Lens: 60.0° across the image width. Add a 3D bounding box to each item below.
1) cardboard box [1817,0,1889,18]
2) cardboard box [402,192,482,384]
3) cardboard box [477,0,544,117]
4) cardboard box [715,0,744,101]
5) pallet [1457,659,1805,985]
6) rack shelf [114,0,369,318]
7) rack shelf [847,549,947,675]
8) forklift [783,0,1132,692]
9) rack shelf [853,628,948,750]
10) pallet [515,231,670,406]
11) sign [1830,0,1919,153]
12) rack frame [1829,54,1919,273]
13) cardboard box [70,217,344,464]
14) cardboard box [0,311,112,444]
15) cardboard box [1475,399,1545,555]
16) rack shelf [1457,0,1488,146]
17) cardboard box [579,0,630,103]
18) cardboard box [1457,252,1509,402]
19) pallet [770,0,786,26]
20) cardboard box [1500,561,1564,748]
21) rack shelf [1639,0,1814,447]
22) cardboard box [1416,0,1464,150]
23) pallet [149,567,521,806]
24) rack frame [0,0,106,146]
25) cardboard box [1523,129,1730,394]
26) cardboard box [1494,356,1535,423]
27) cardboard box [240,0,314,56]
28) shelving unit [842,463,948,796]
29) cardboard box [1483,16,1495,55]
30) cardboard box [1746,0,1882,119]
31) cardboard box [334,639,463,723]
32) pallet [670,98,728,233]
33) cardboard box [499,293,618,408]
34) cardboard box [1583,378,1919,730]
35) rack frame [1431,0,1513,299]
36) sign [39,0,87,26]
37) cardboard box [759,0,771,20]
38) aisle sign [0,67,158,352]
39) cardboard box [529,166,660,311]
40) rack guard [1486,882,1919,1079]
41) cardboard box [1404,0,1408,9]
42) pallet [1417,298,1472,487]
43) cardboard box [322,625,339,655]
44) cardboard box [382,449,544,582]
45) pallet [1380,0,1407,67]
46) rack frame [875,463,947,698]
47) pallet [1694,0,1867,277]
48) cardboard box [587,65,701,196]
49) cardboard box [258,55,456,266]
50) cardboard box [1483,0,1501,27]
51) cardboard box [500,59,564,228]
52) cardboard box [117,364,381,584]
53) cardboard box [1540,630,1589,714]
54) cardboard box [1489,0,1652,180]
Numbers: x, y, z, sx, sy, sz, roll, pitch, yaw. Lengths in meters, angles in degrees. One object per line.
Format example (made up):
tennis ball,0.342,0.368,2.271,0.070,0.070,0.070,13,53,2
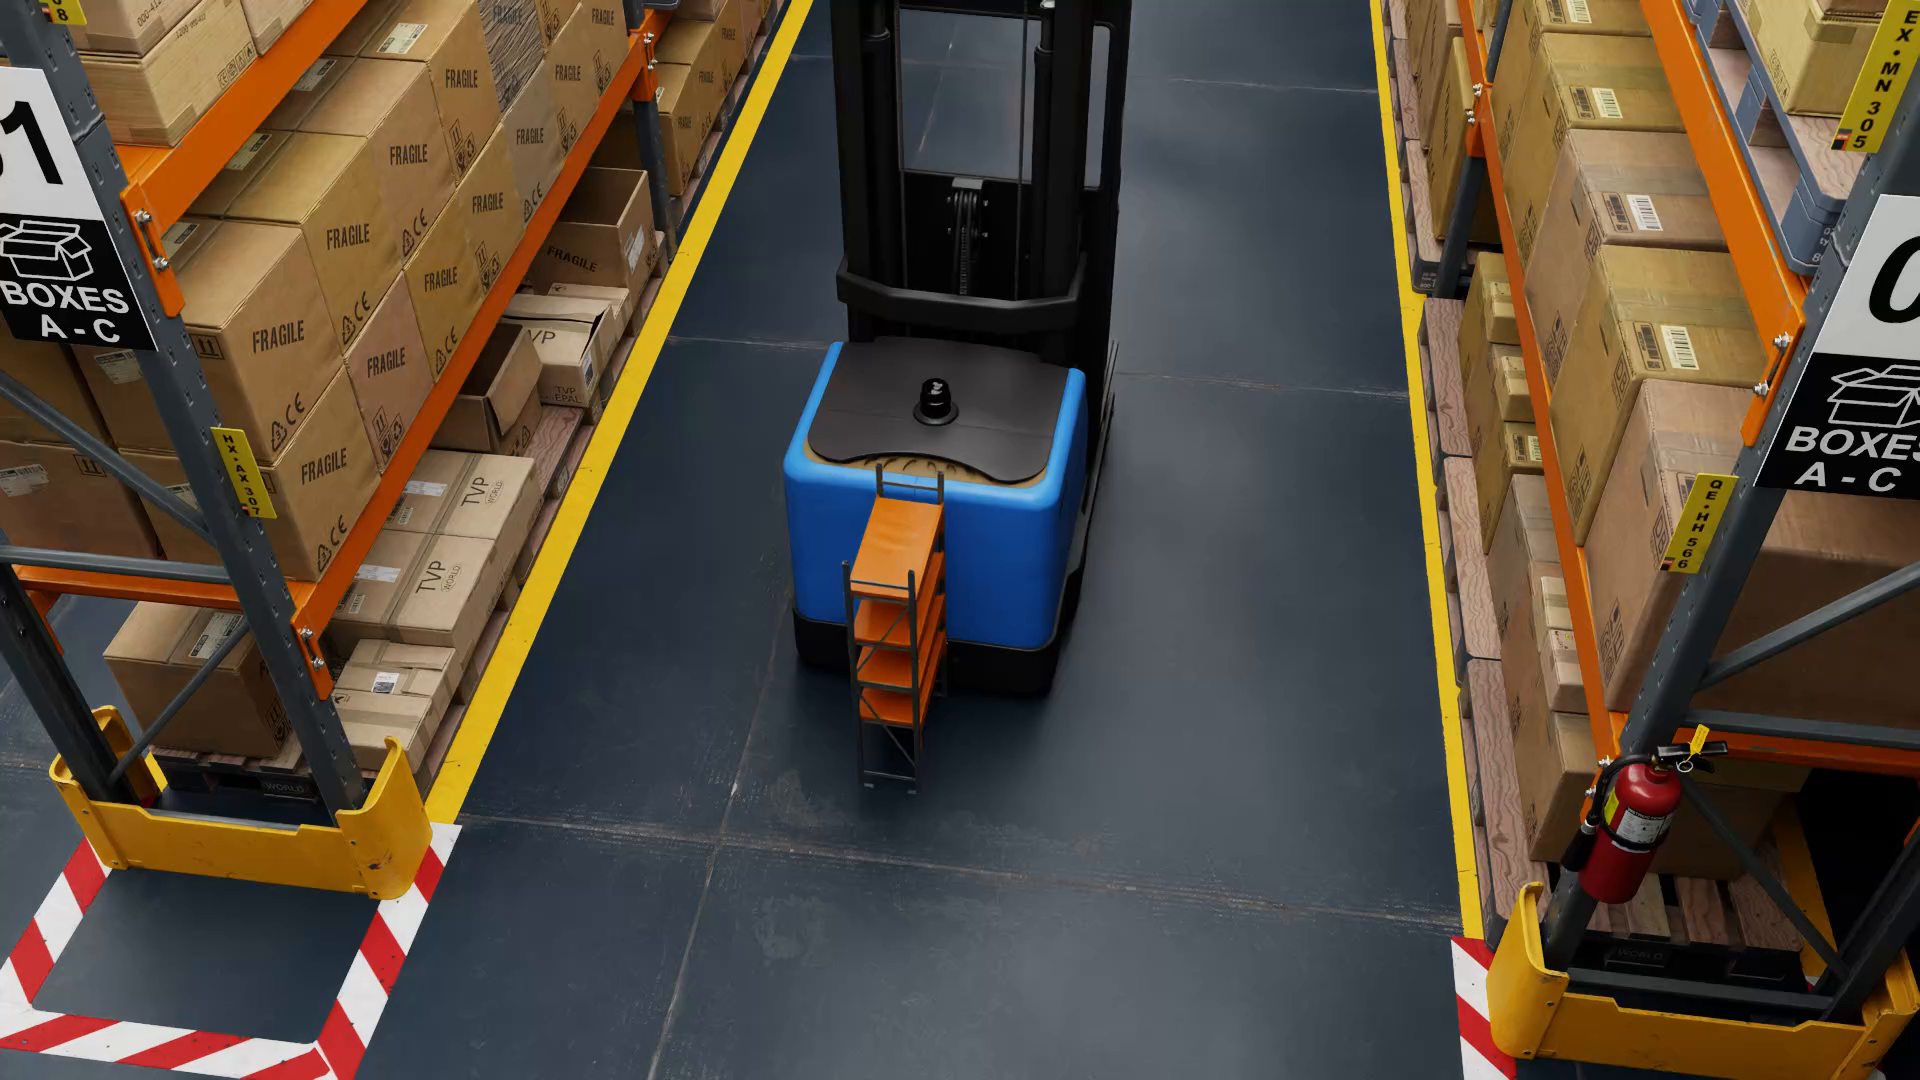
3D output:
cardboard box,2.192,-1.492,3.670,0.500,0.500,0.500,5,44,5
cardboard box,-2.093,-0.929,5.999,0.500,0.500,0.500,5,44,5
cardboard box,-1.958,-1.984,6.386,0.500,0.500,0.500,6,44,6
cardboard box,-1.578,-2.910,9.662,0.500,0.500,0.500,6,44,6
pallet,2.394,0.988,6.075,1.003,0.211,1.213,5,44,6
rack shelf,-2.281,-2.111,5.662,1.077,0.370,4.000,5,44,6
rack shelf,-0.219,0.235,5.916,0.258,0.148,0.480,8,45,8
forklift,0.117,-1.490,6.714,1.130,2.935,3.031,7,44,8
rack shelf,-0.217,0.536,6.212,0.258,0.148,0.480,8,45,8
pallet,-2.108,-1.166,8.350,1.003,0.211,1.213,5,44,6
sign,1.830,-0.913,3.287,0.100,0.325,0.005,5,44,6
rack frame,2.366,-1.651,2.471,1.000,3.000,0.127,5,44,6
cardboard box,-2.225,-0.598,4.922,0.500,0.500,0.500,6,44,7
cardboard box,-2.759,-0.648,4.975,0.500,0.500,0.500,5,44,5
cardboard box,2.554,-0.251,6.868,0.700,0.500,0.500,6,44,6
rack shelf,3.159,-3.300,9.099,1.077,0.370,4.000,5,44,6
cardboard box,-1.828,-2.318,7.466,0.500,0.500,0.500,6,44,6
cardboard box,2.694,-0.943,7.599,0.700,0.500,0.500,6,44,6
pallet,-1.624,-3.854,11.189,1.003,0.211,1.213,5,44,6
cardboard box,2.425,0.456,6.122,0.700,0.500,0.500,5,44,5
rack shelf,2.630,-1.663,5.189,1.077,0.370,4.000,5,44,6
cardboard box,2.966,-2.631,9.127,0.750,0.750,0.750,6,44,7
pallet,-2.431,0.497,6.594,1.003,0.211,1.213,5,44,6
rack frame,-2.545,-2.098,2.943,1.000,3.000,0.127,5,44,6
cardboard box,2.618,-0.945,5.871,0.980,0.700,0.700,3,44,3
cardboard box,2.399,-0.606,6.771,0.380,0.149,0.250,4,44,4
cardboard box,-2.146,-1.621,4.730,0.500,0.250,0.500,5,44,6
shelving unit,-0.219,0.346,6.026,0.258,1.200,0.503,8,45,8
cardboard box,2.659,-2.371,7.762,0.380,0.149,0.250,6,44,6
cardboard box,2.199,-1.219,3.927,0.500,0.250,0.500,6,44,7
cardboard box,-2.116,0.525,6.277,0.380,0.166,0.250,5,44,6
pallet,-1.946,-2.191,9.433,1.003,0.211,1.213,5,44,6
cardboard box,-1.910,-0.904,7.681,0.500,0.311,0.500,5,44,6
cardboard box,2.423,0.070,4.798,0.980,0.700,0.700,7,44,7
rack frame,2.894,-2.198,7.412,1.000,3.000,0.127,5,44,6
sign,-2.007,-1.277,3.622,0.100,0.325,0.005,5,44,6
cardboard box,-1.447,-3.613,10.404,0.500,0.500,0.500,4,44,4
aisle sign,-2.263,-0.791,4.035,0.394,0.787,0.004,5,44,6
cardboard box,-1.810,-1.484,8.156,0.500,0.500,0.500,5,44,6
rack guard,2.362,1.452,5.375,1.175,0.500,0.348,5,44,6
cardboard box,3.196,-3.807,10.369,0.750,0.750,0.750,5,44,5
pallet,2.716,-0.675,7.831,1.003,0.211,1.213,5,44,6
cardboard box,-2.575,0.288,6.527,0.380,0.166,0.250,5,44,6
cardboard box,-2.060,-0.108,6.884,0.500,0.250,0.500,5,44,6
pallet,3.244,-3.381,10.690,1.003,0.211,1.213,5,44,6
rack frame,-0.173,0.178,6.196,0.240,1.200,0.015,8,45,8
pallet,2.453,-1.036,4.067,1.003,0.211,1.213,5,44,6
cardboard box,-1.711,-2.206,8.918,0.500,0.500,0.500,3,44,4
cardboard box,-2.092,-1.295,5.659,0.500,0.500,0.500,6,44,6
cardboard box,2.706,-2.687,7.625,0.500,0.500,0.500,5,44,5
cardboard box,-1.960,-1.617,6.725,0.500,0.500,0.500,6,44,6
cardboard box,-2.225,-0.235,5.266,0.500,0.500,0.500,6,44,6
cardboard box,2.195,0.457,5.649,0.380,0.149,0.250,5,44,5
cardboard box,2.807,-1.939,6.920,0.980,0.700,0.700,6,44,6
